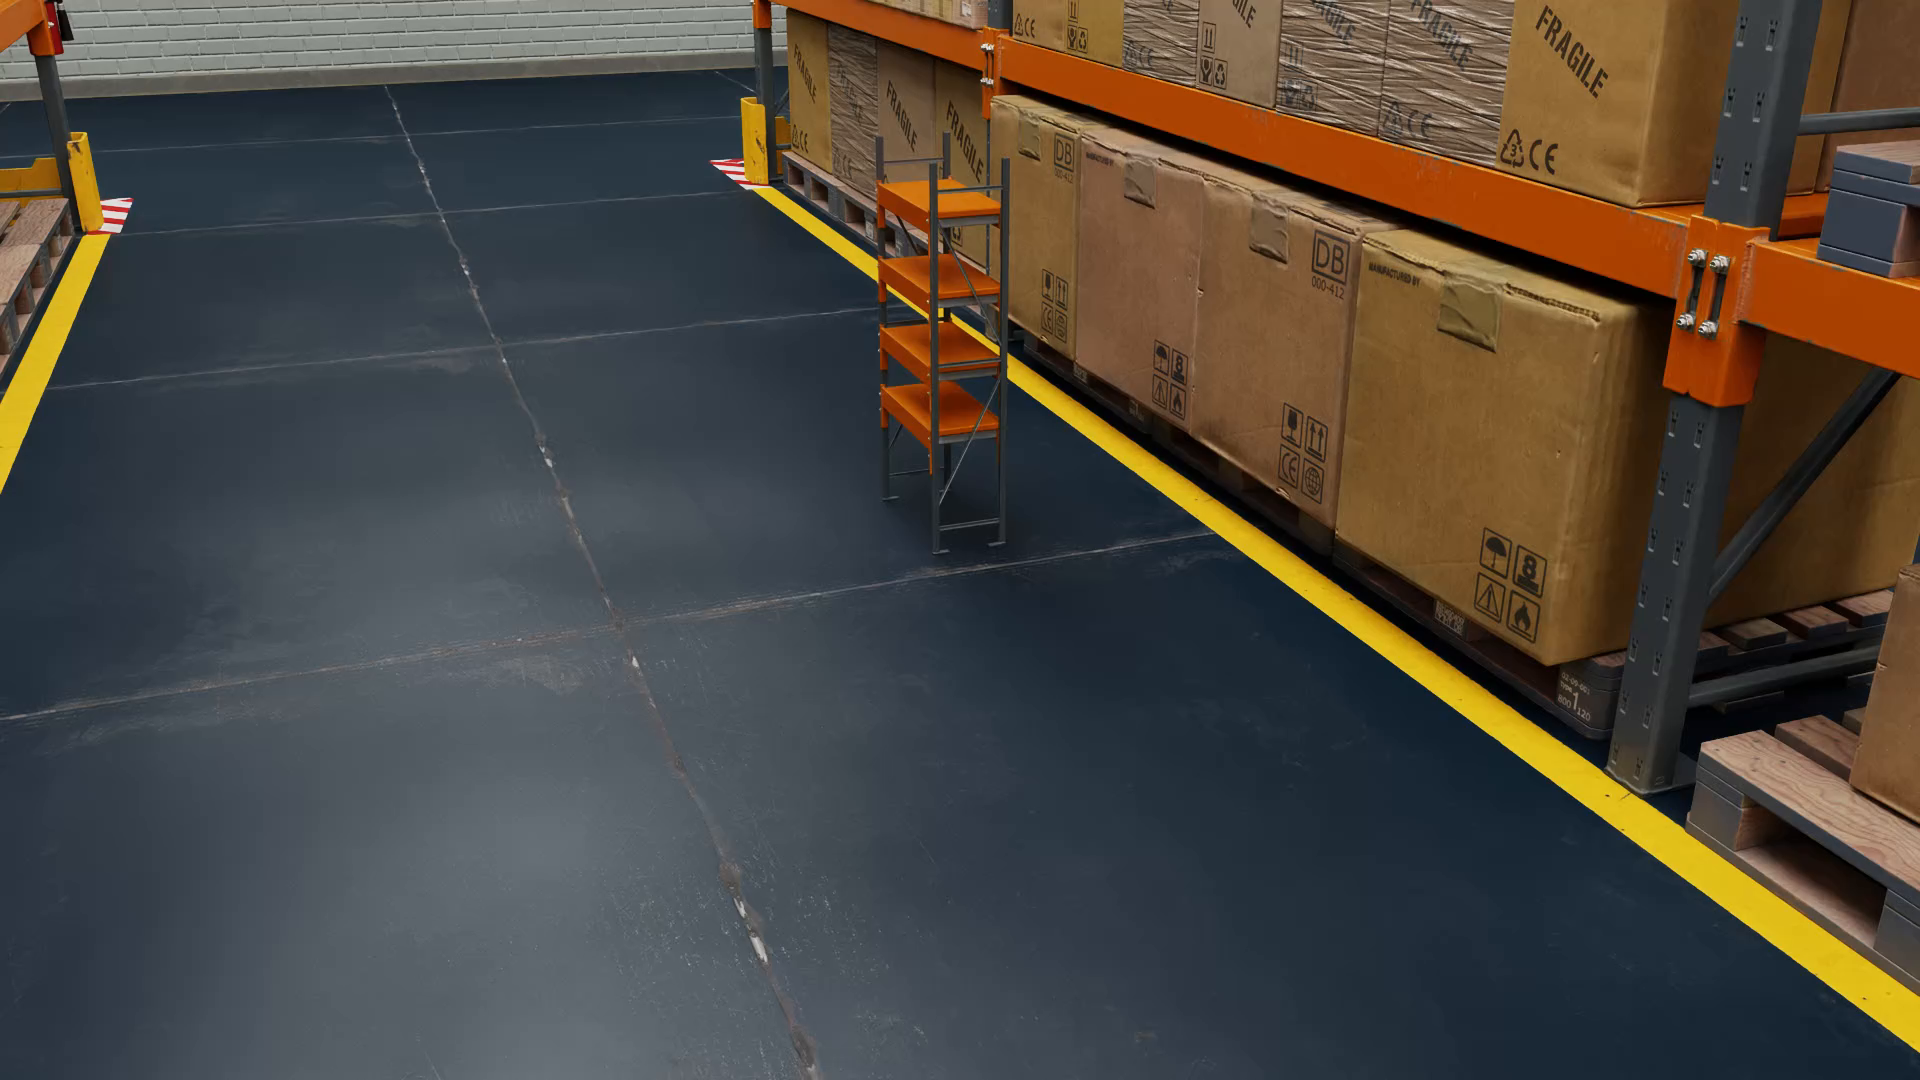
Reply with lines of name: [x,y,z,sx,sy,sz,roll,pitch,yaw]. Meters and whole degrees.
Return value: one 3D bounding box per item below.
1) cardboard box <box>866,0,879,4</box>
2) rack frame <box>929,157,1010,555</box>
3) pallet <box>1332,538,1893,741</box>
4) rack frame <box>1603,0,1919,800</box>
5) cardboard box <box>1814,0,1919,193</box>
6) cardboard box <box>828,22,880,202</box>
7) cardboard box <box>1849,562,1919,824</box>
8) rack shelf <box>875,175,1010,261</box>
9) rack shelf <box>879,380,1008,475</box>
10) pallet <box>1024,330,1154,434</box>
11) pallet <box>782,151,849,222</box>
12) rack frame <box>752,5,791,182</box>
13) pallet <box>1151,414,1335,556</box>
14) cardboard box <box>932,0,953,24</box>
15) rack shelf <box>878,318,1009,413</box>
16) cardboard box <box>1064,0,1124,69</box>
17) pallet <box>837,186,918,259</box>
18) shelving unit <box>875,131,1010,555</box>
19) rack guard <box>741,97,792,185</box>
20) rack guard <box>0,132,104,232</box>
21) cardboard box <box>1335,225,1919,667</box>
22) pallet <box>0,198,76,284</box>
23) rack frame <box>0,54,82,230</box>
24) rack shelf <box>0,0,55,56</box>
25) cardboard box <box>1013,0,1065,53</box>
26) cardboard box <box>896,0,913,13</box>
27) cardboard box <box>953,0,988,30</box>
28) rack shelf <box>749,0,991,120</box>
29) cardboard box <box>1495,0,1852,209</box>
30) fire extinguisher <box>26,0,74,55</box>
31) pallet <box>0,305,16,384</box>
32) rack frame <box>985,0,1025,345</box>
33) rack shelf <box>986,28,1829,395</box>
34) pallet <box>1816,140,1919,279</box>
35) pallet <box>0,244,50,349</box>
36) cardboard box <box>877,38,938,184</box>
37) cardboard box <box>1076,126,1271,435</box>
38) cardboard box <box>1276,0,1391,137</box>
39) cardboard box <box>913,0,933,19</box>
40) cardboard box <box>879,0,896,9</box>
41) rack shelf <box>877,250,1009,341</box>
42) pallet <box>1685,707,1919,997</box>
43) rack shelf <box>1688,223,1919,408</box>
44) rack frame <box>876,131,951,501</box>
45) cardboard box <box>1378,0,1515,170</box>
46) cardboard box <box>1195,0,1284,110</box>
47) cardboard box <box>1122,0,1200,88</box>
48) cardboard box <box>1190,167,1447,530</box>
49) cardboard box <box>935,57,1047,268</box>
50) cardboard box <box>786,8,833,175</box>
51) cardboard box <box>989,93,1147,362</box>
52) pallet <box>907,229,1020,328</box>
cardboard box: [-0.267,-2.746,8.226,0.380,0.149,0.250,-9,24,-20]
rack frame: [0.028,-0.524,4.949,0.240,1.200,0.015,-8,24,-19]
pallet: [1.806,0.113,4.710,1.003,0.211,1.213,-8,24,-19]
rack frame: [2.014,-0.875,3.465,1.000,3.000,0.127,-8,24,-19]
cardboard box: [2.097,-1.135,3.953,0.500,0.500,0.500,-8,24,-17]
cardboard box: [-0.190,-2.444,9.382,0.875,0.875,0.875,-8,24,-19]
cardboard box: [2.270,0.315,3.294,0.700,0.500,0.500,-10,25,-22]
rack shelf: [-0.058,-0.975,5.007,0.258,0.148,0.480,-8,24,-19]
rack shelf: [-0.058,-0.368,5.263,0.258,0.148,0.480,-8,24,-19]
pallet: [0.944,-0.774,6.814,1.003,0.211,1.213,-8,24,-19]
pallet: [-0.456,-2.217,10.239,1.003,0.211,1.213,-8,24,-19]
rack frame: [-0.812,-3.782,10.361,1.000,3.000,0.127,-8,24,-19]
pallet: [1.379,-0.330,5.760,1.003,0.211,1.213,-8,24,-19]
cardboard box: [0.096,-2.372,7.340,0.380,0.149,0.250,-8,24,-18]
rack shelf: [-0.058,-0.551,5.186,0.258,0.148,0.480,-8,24,-19]
cardboard box: [0.708,-1.991,5.982,0.500,0.500,0.500,-8,24,-19]
pallet: [-0.029,-1.775,9.189,1.003,0.211,1.213,-8,24,-19]
shelving unit: [-0.058,-0.613,5.160,0.258,1.200,0.503,-8,24,-19]
rack guard: [-0.820,-2.639,10.867,1.175,0.500,0.348,-8,24,-19]
rack guard: [-5.466,-1.958,9.251,1.175,0.500,0.348,-8,24,-19]
cardboard box: [1.790,-0.343,4.397,1.225,0.875,0.875,-10,25,-21]
pallet: [-5.191,-1.513,8.567,1.003,0.211,1.213,-8,24,-19]
rack frame: [-5.446,-3.102,8.749,1.000,3.000,0.127,-8,24,-19]
rack shelf: [-4.739,-2.044,7.164,1.077,0.370,4.000,-8,24,-19]
cardboard box: [0.530,-2.173,6.416,0.500,0.500,0.500,-8,24,-19]
cardboard box: [-0.086,-2.559,7.783,0.380,0.149,0.250,-8,24,-18]
cardboard box: [0.187,-2.279,7.118,0.380,0.149,0.250,-8,24,-19]
rack shelf: [-0.105,-2.724,8.777,1.077,0.370,4.000,-8,24,-19]
cardboard box: [1.608,-1.067,3.790,0.500,0.500,0.500,-8,24,-17]
fire extinguisher: [-5.074,-3.012,9.114,0.296,0.674,0.183,-8,24,-19]
pallet: [-4.329,-0.626,6.463,1.003,0.211,1.213,-8,24,-19]
rack frame: [0.601,-2.329,6.913,1.000,3.000,0.127,-8,24,-19]
rack shelf: [1.308,-1.270,5.328,1.077,0.370,4.000,-8,24,-19]
pallet: [2.366,-0.543,2.922,1.213,0.211,1.003,-8,24,-19]
pallet: [-4.763,-1.070,7.517,1.003,0.211,1.213,-8,24,-19]
cardboard box: [0.125,-2.121,8.615,0.875,0.875,0.875,-8,24,-19]
cardboard box: [1.162,-0.989,5.929,1.225,0.875,0.875,-9,25,-21]
cardboard box: [1.251,-1.437,4.668,0.500,0.500,0.500,-9,25,-21]
cardboard box: [0.005,-2.466,7.561,0.380,0.149,0.250,-9,24,-20]
cardboard box: [-0.177,-2.653,8.005,0.380,0.149,0.250,-8,24,-18]
rack shelf: [-0.058,-0.757,5.099,0.258,0.148,0.480,-8,24,-19]
pallet: [2.289,0.694,3.332,1.003,0.211,1.213,-8,24,-19]
rack shelf: [2.721,0.183,1.880,1.077,0.370,4.000,-8,24,-19]
rack frame: [-0.145,-0.702,5.370,0.240,1.200,0.015,-8,24,-19]
cardboard box: [1.437,-1.249,4.222,0.500,0.500,0.500,-9,24,-19]
cardboard box: [1.072,-1.622,5.107,0.500,0.500,0.500,-8,24,-18]
cardboard box: [0.885,-1.809,5.551,0.500,0.500,0.500,-9,24,-20]
cardboard box: [1.482,-0.668,5.168,1.225,0.875,0.875,-8,24,-19]
cardboard box: [0.443,-1.794,7.839,0.875,0.875,0.875,-8,24,-19]
cardboard box: [-0.511,-2.775,10.167,0.875,0.875,0.875,-8,24,-19]
cardboard box: [0.846,-1.313,6.699,1.225,0.875,0.875,-8,24,-19]
pallet: [0.406,-1.331,8.135,1.003,0.211,1.213,-8,24,-19]
